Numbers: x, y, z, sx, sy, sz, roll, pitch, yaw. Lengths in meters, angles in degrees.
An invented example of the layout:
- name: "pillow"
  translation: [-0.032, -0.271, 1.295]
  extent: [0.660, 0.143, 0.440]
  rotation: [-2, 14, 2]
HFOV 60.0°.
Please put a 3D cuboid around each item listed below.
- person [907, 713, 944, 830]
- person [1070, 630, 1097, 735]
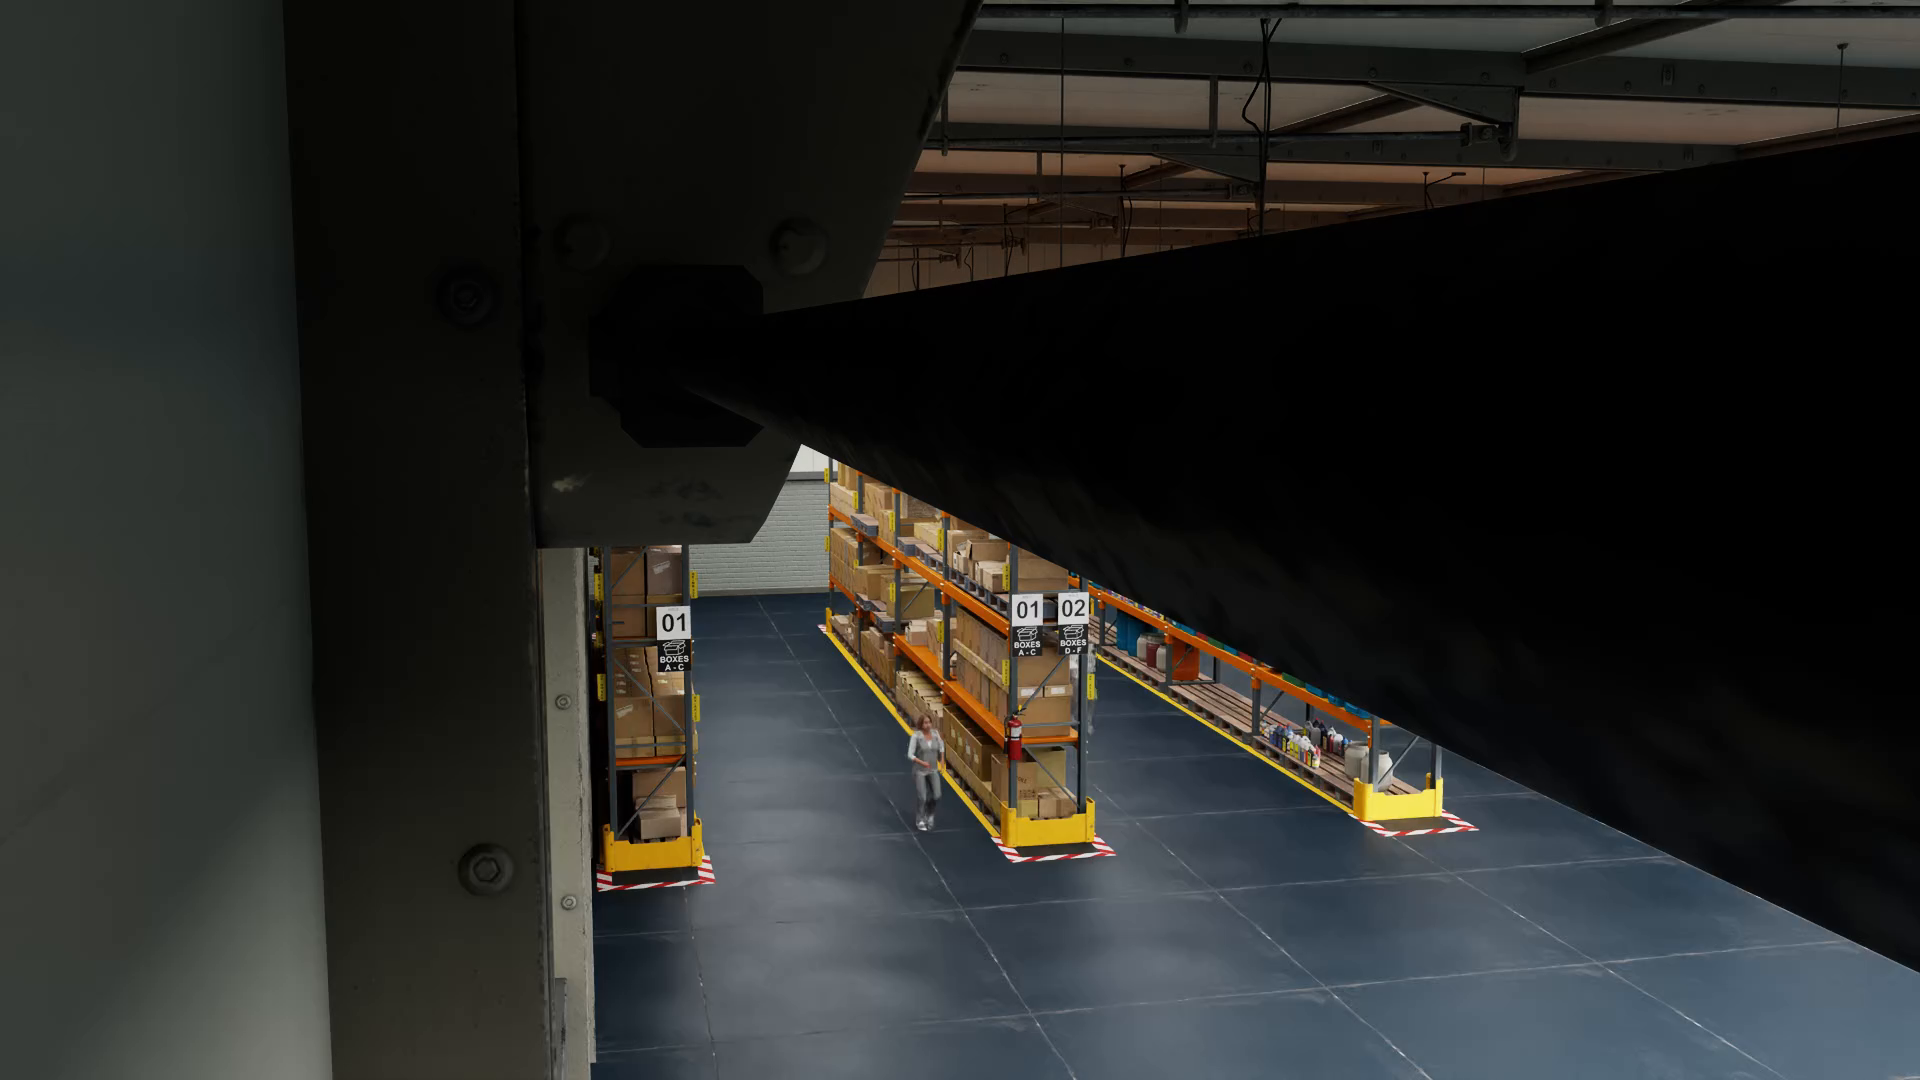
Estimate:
- name: "person"
  translation: [-0.408, 3.004, 21.450]
  extent: [0.560, 1.562, 0.600]
  rotation: [-3, 7, -21]
- name: "person"
  translation: [1.988, 2.284, 27.174]
  extent: [0.638, 1.723, 0.828]
  rotation: [-3, 8, -26]
